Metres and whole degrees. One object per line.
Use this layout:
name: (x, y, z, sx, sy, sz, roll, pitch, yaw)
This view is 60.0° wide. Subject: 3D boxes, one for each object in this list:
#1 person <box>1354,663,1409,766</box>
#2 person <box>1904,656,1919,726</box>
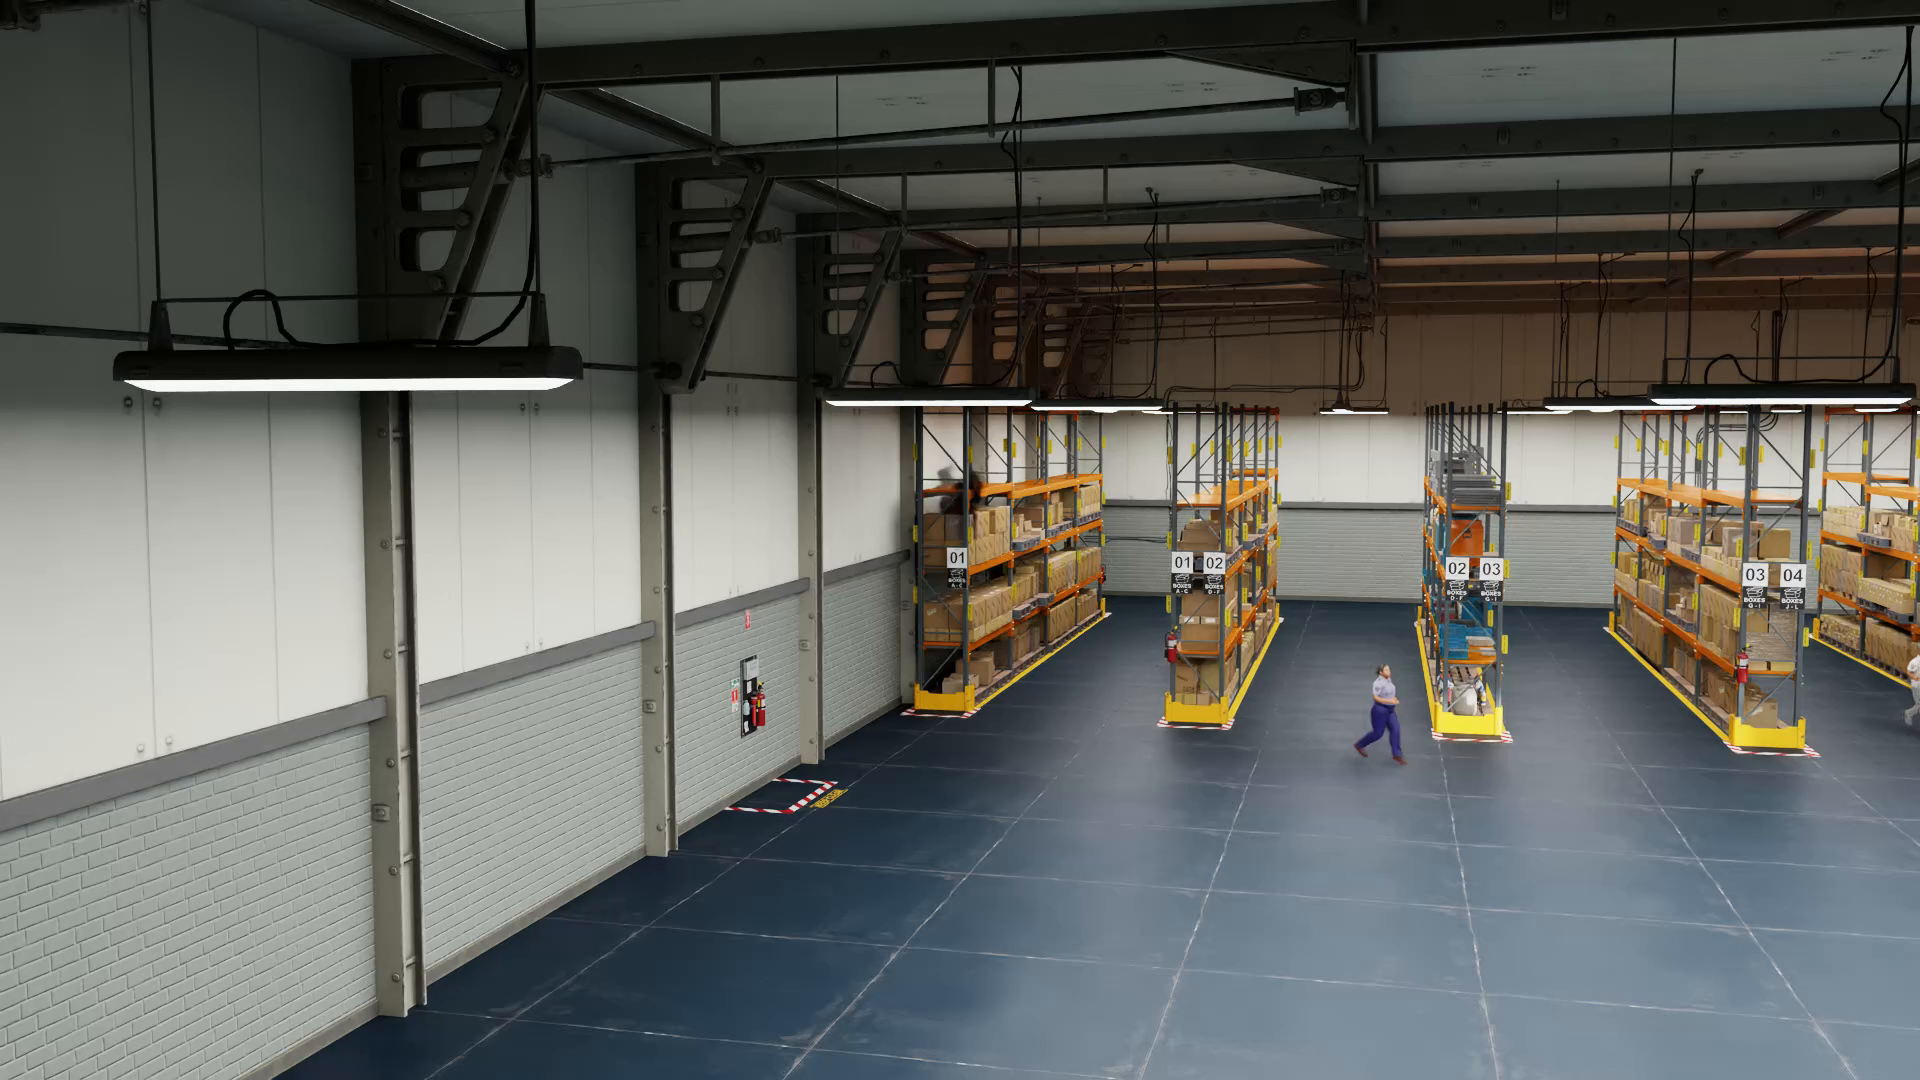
person: (6.993, 2.872, 27.542, 0.925, 1.662, 0.616, 4, 5, 40)
person: (17.488, 2.683, 30.187, 0.607, 1.624, 0.608, 0, 4, -6)
